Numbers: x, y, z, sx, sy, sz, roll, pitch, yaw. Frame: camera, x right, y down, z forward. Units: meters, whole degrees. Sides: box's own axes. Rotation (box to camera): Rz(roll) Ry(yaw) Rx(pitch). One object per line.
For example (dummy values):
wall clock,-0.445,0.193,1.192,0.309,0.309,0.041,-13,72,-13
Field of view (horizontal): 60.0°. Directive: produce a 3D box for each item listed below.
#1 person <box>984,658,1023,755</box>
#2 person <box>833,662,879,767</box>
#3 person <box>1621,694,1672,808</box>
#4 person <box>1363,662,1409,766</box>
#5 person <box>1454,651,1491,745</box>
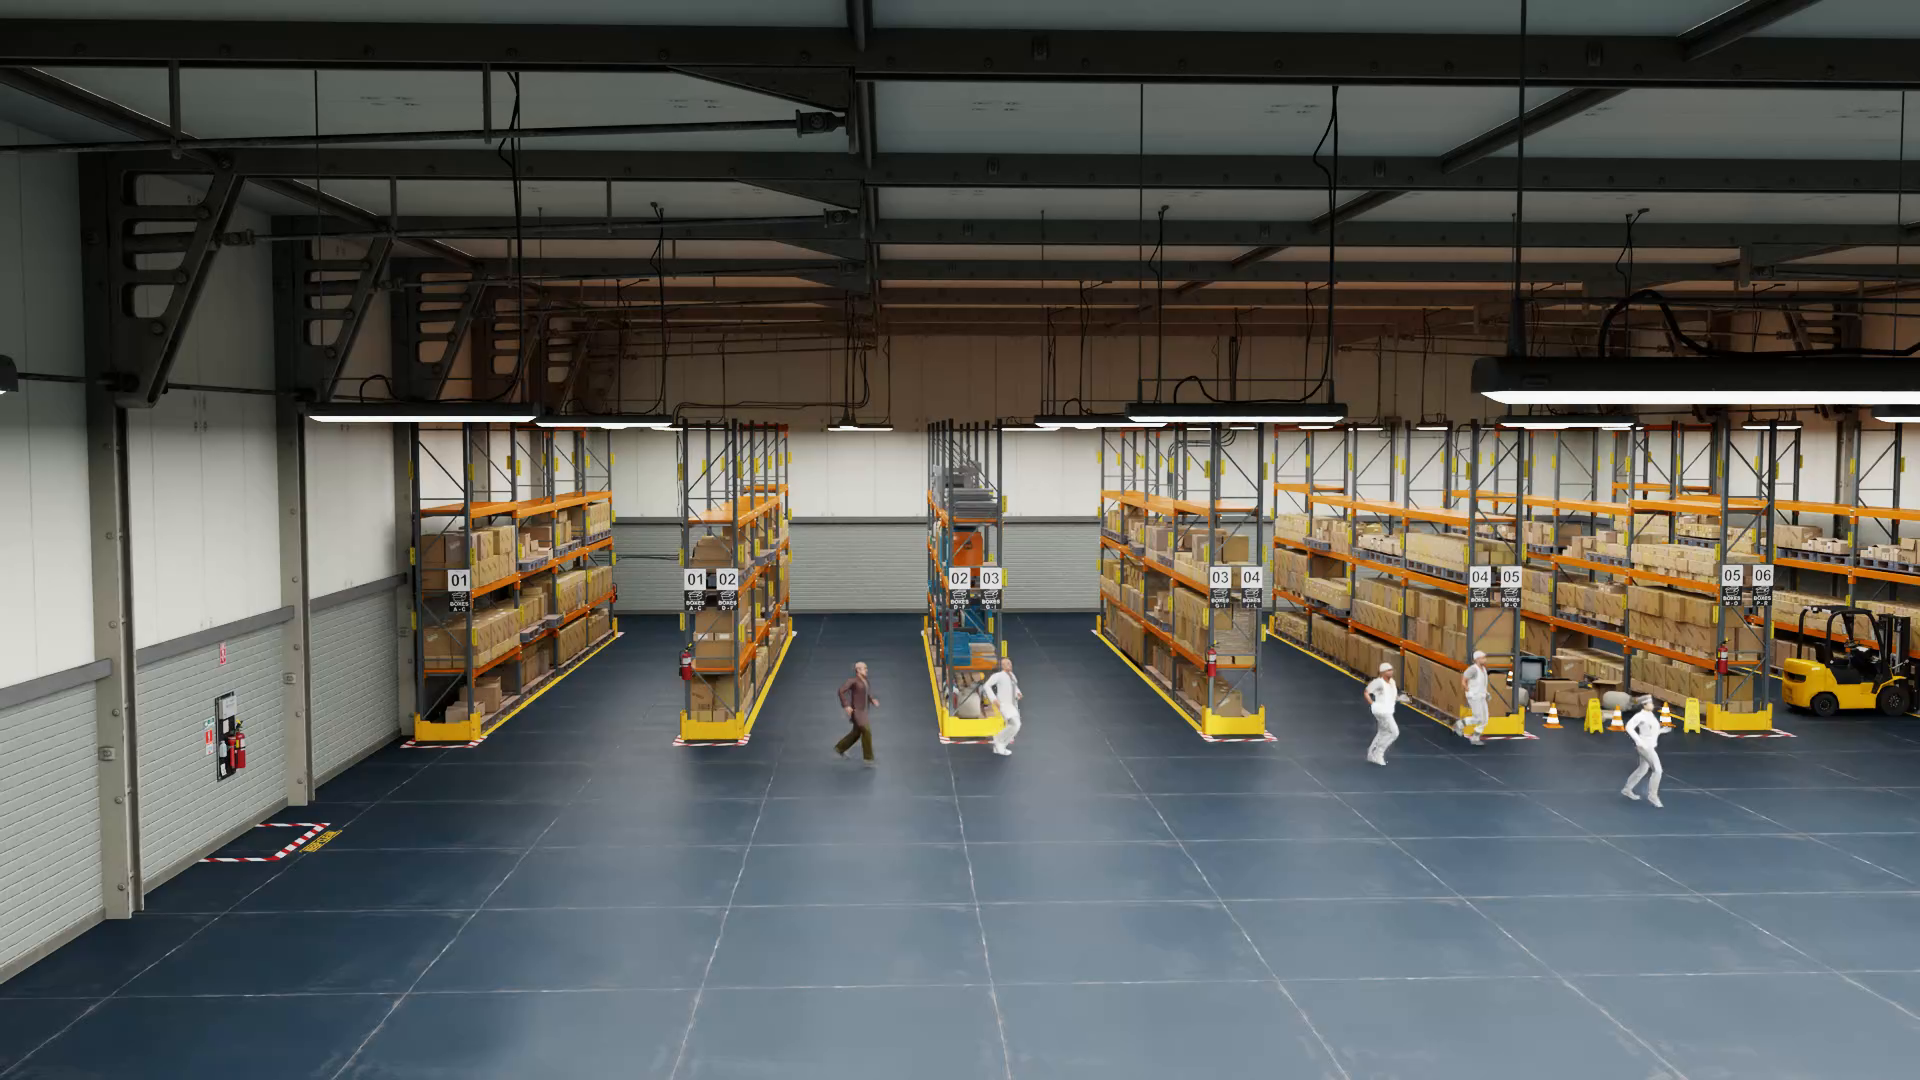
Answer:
person,0.847,2.962,29.560,0.619,1.713,0.711,2,4,30
person,-1.795,3.028,28.732,0.937,1.852,0.717,1,4,21
person,10.573,3.235,25.617,0.695,1.752,0.593,2,4,32
person,7.378,3.005,28.723,0.683,1.784,0.651,3,4,36
person,9.487,2.901,30.690,0.713,1.737,0.601,-4,5,-44
